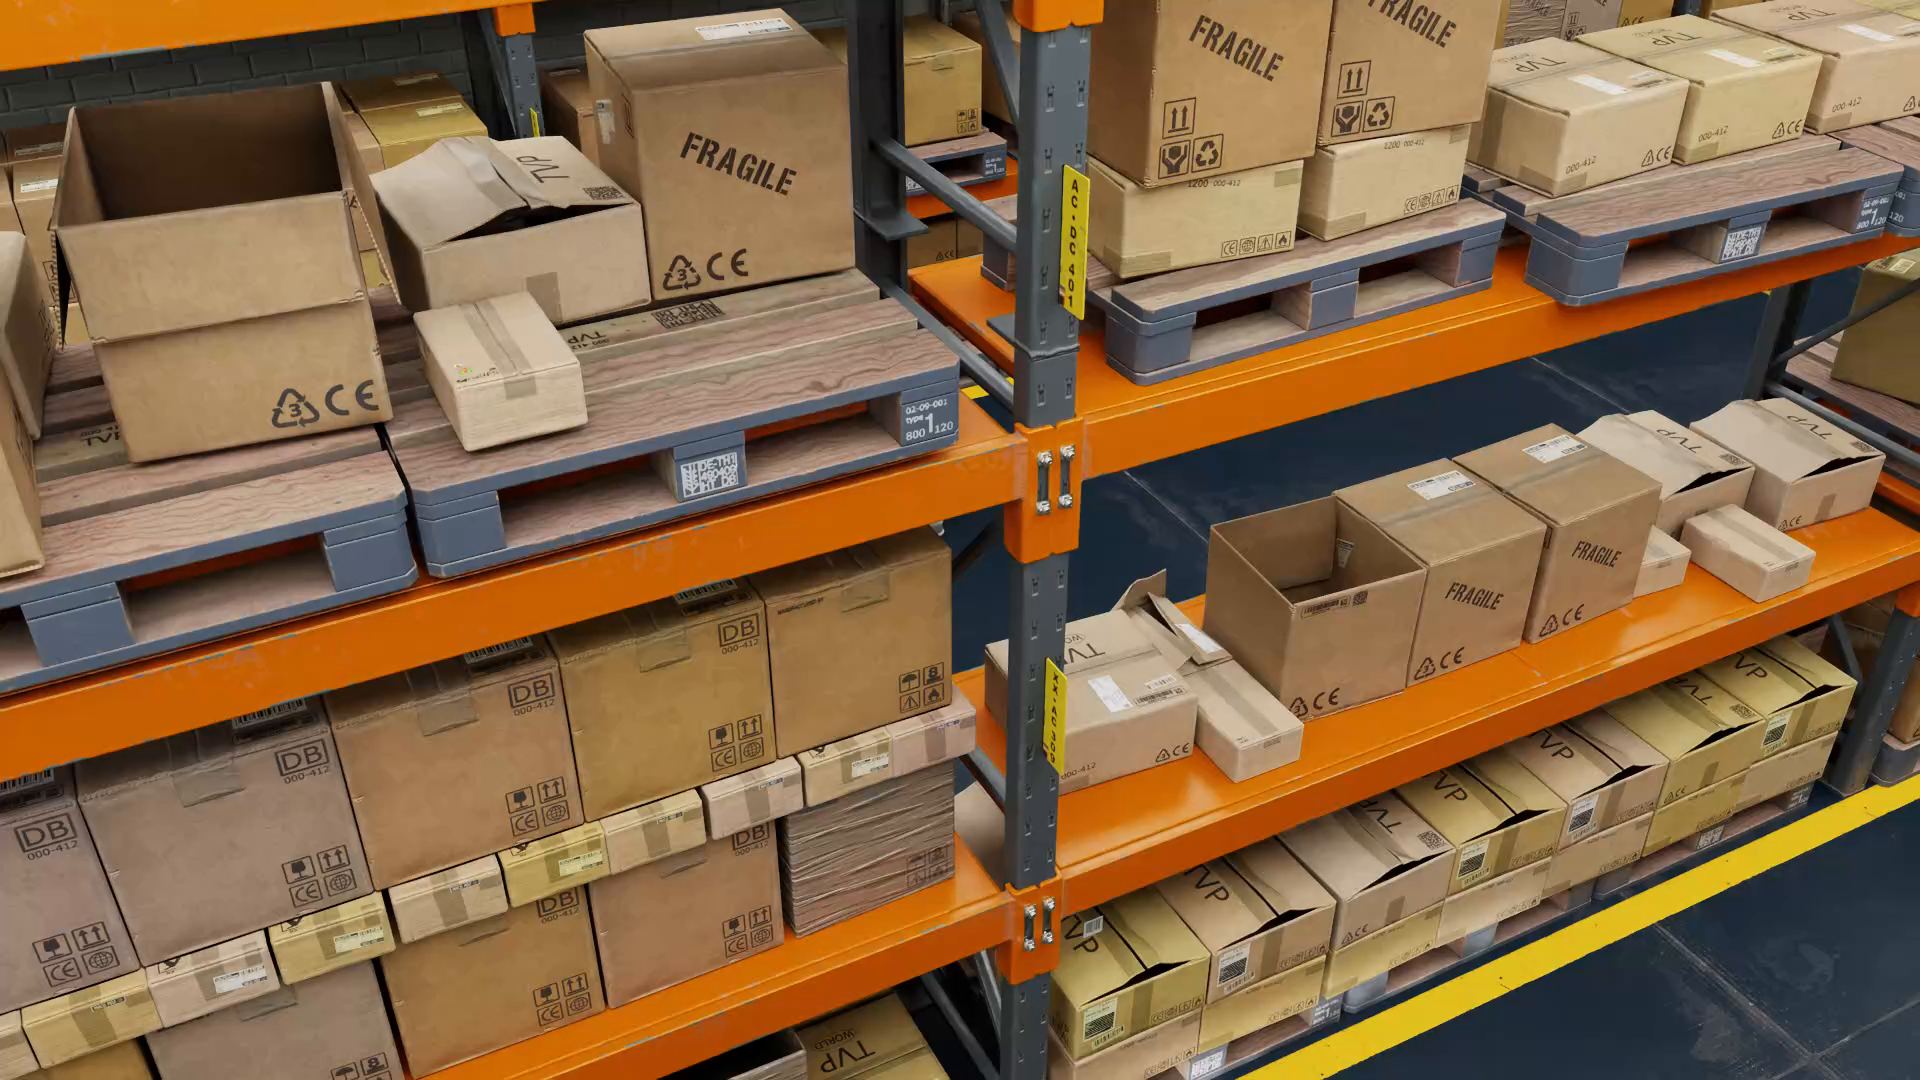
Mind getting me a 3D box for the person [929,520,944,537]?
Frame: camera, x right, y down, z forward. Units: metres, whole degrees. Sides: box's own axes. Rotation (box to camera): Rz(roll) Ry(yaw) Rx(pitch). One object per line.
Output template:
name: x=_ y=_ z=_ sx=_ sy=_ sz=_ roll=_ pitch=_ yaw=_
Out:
person: x=-0.360 y=-0.580 z=8.395 sx=0.538 sy=1.265 sz=0.786 roll=-16 pitch=36 yaw=-23
